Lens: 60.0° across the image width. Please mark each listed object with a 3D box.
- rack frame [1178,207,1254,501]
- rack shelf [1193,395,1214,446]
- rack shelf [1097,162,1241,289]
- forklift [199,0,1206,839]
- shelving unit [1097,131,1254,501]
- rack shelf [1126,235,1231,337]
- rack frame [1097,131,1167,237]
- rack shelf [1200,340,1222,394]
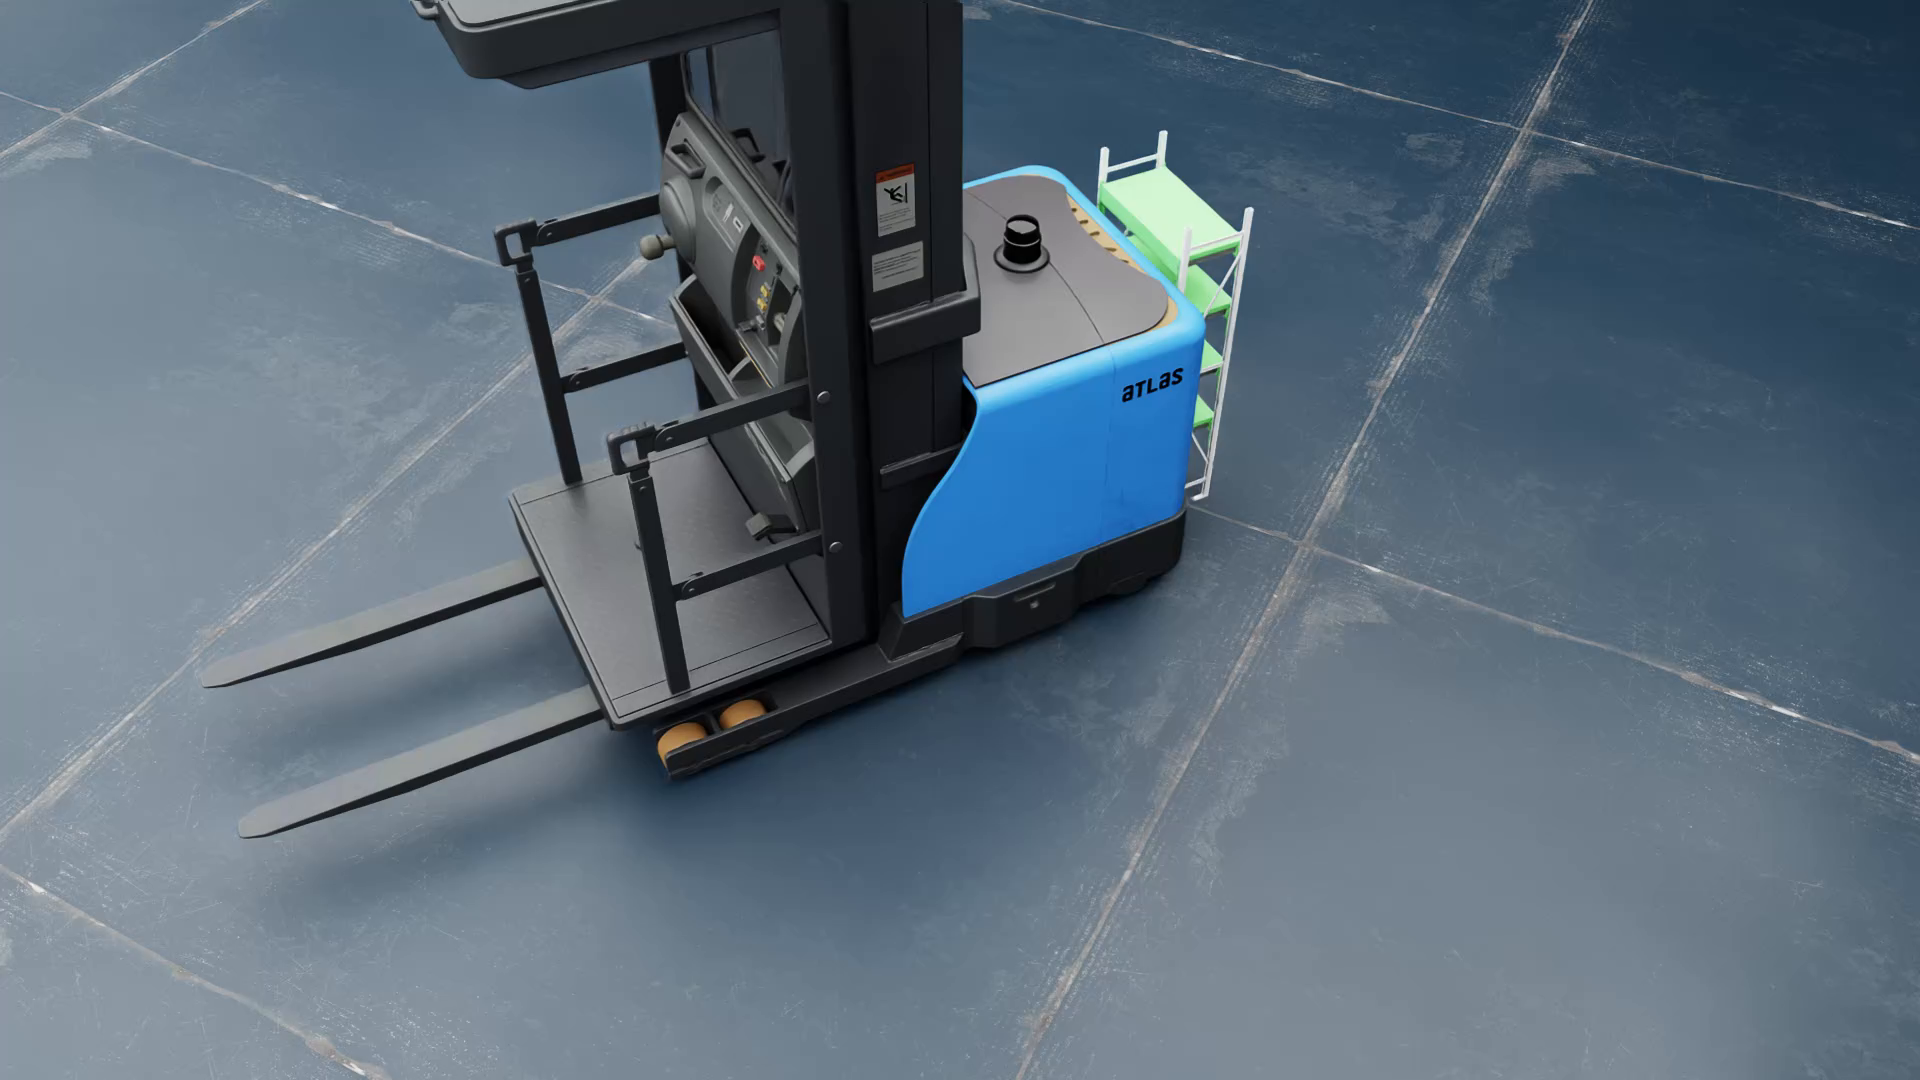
[{"bbox_3d":[0.777,-0.546,5.444,0.240,1.200,0.015,-20,49,-19],"label":"rack frame"},{"bbox_3d":[0.662,-0.486,5.812,0.258,0.148,0.480,-20,49,-19],"label":"rack shelf"},{"bbox_3d":[0.669,-0.995,5.302,0.258,0.148,0.480,-20,49,-19],"label":"rack shelf"},{"bbox_3d":[-0.805,-0.748,4.429,3.031,2.935,1.130,-20,49,-19],"label":"forklift"},{"bbox_3d":[0.665,-0.701,5.597,0.258,1.200,0.503,-20,49,-19],"label":"shelving unit"},{"bbox_3d":[0.667,-0.825,5.472,0.258,0.148,0.480,-20,49,-19],"label":"rack shelf"},{"bbox_3d":[0.553,-0.855,5.749,0.240,1.200,0.015,-20,49,-19],"label":"rack frame"},{"bbox_3d":[0.664,-0.656,5.642,0.258,0.148,0.480,-20,49,-19],"label":"rack shelf"}]
